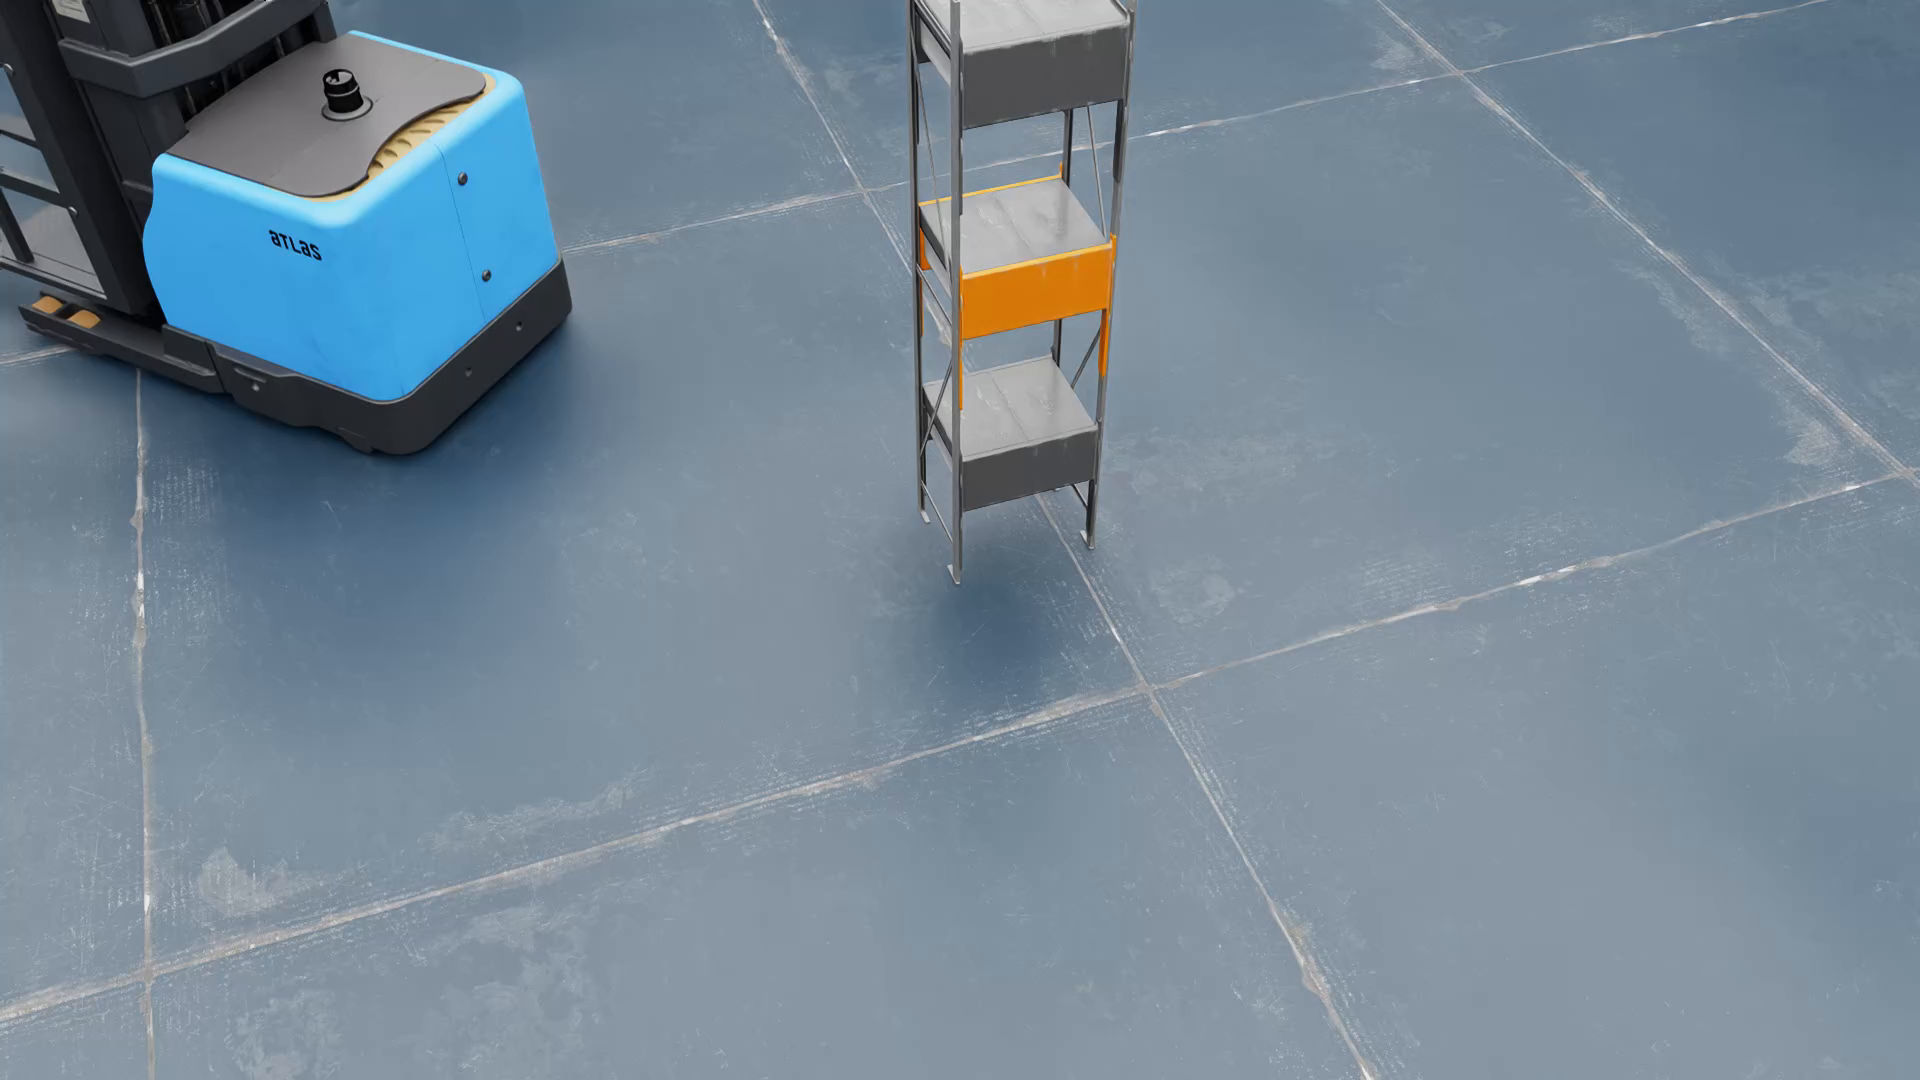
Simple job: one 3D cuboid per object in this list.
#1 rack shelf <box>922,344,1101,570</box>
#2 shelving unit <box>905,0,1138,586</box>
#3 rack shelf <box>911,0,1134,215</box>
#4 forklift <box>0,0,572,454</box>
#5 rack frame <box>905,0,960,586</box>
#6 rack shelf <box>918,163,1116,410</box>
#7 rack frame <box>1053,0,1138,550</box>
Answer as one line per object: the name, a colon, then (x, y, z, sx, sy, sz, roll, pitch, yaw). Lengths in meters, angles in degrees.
rack shelf: (0.156, -0.277, 5.551, 0.480, 0.518, 0.431, -14, 47, -14)
shelving unit: (0.156, -0.781, 5.046, 0.503, 2.100, 0.431, -14, 47, -14)
rack shelf: (0.156, -1.266, 4.560, 0.480, 0.518, 0.431, -14, 47, -14)
forklift: (-3.083, -2.074, 5.747, 3.031, 2.935, 1.130, 19, 48, 18)
rack frame: (-0.074, -0.722, 4.987, 0.015, 2.100, 0.400, -14, 47, -14)
rack shelf: (0.156, -0.771, 5.056, 0.480, 0.518, 0.431, -14, 47, -14)
rack frame: (0.385, -0.840, 5.104, 0.015, 2.100, 0.400, -14, 47, -14)
